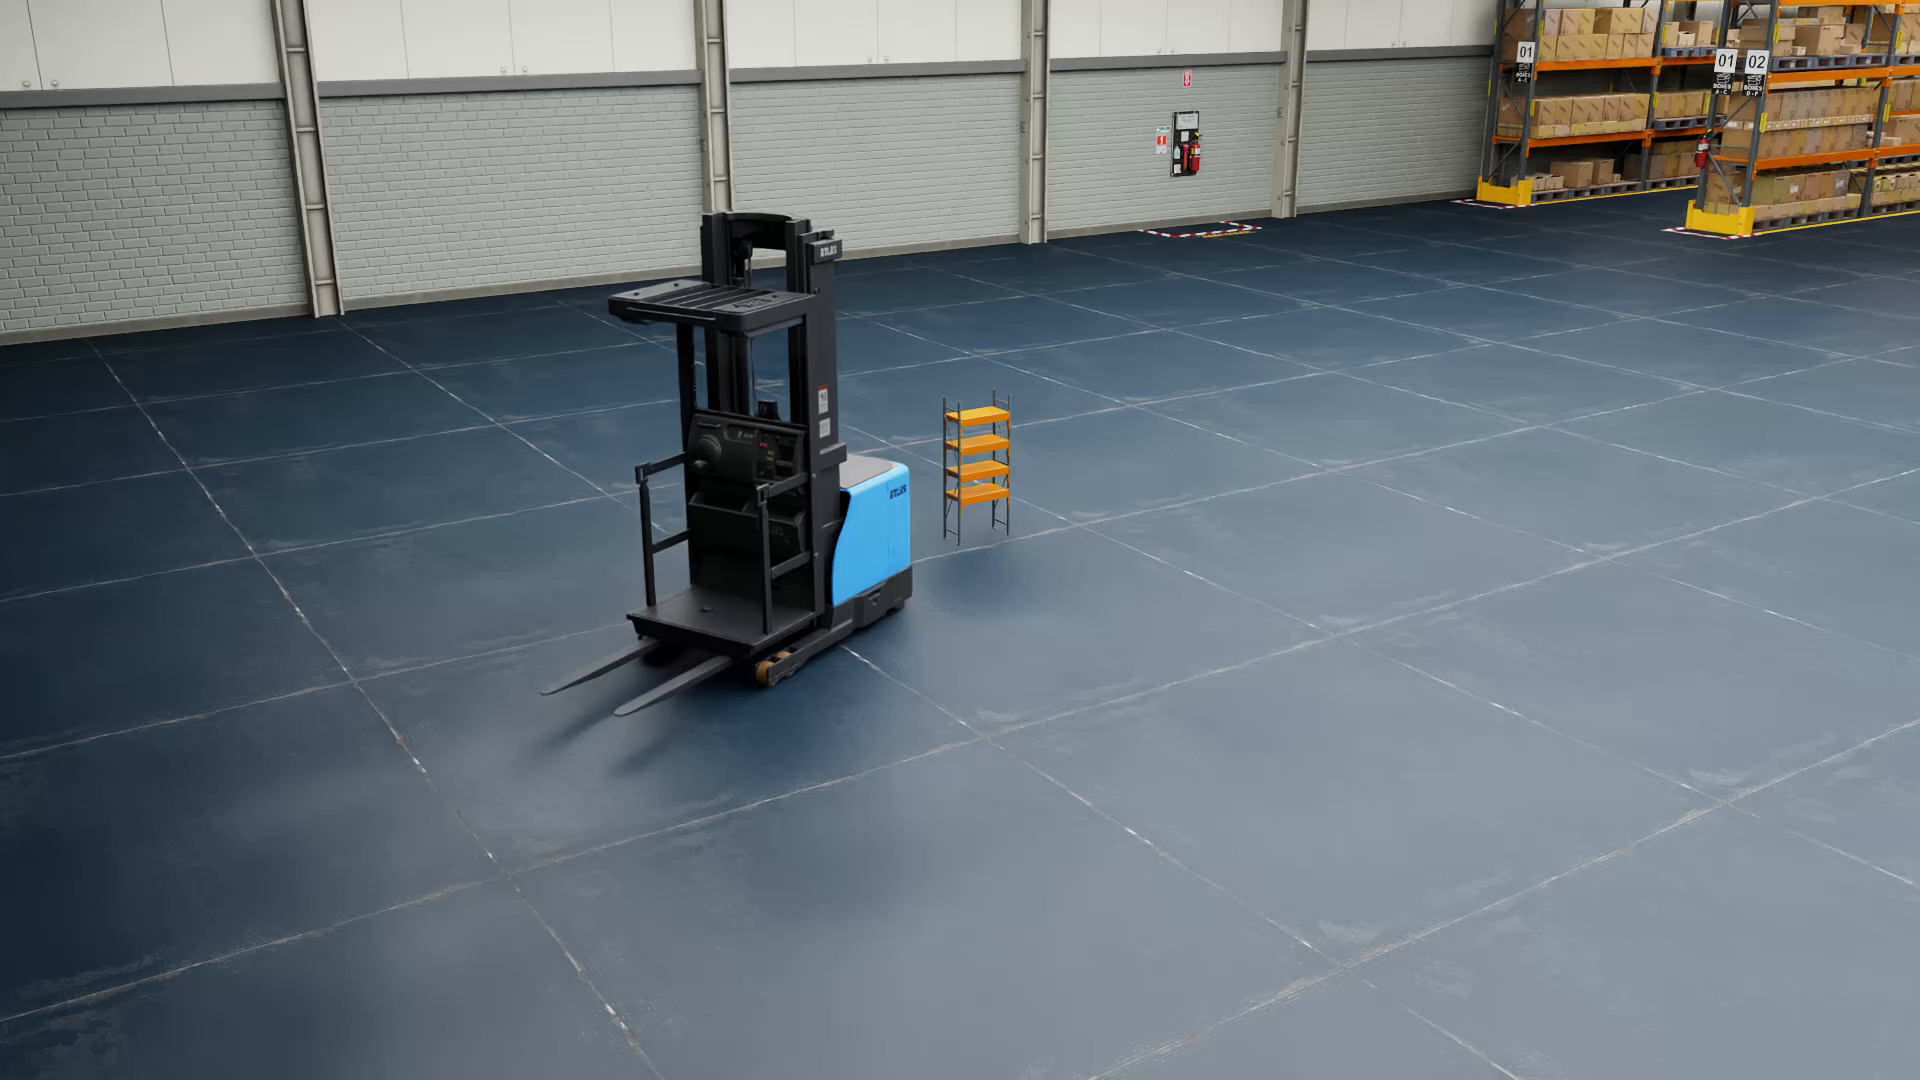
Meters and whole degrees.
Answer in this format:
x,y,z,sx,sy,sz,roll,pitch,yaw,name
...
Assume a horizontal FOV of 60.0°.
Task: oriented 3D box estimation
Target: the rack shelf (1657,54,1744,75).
x,y,z,sx,sy,sz,roll,pitch,yaw,name
16.202,-10.551,36.711,4.000,0.370,1.077,-12,22,-31,rack shelf

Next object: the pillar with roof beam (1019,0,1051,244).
x,y,z,sx,sy,sz,roll,pitch,yaw,name
3.645,-8.346,24.380,0.400,9.000,9.100,-12,22,-31,pillar with roof beam

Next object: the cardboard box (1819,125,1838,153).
x,y,z,sx,sy,sz,roll,pitch,yaw,name
16.034,-7.580,31.326,0.500,0.500,0.700,-12,22,-31,cardboard box

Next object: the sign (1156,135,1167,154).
x,y,z,sx,sy,sz,roll,pitch,yaw,name
3.685,-7.234,30.404,0.234,0.329,0.001,-12,22,-31,sign

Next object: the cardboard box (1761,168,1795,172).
x,y,z,sx,sy,sz,roll,pitch,yaw,name
15.448,-6.783,31.593,0.500,0.500,0.500,-12,22,-31,cardboard box

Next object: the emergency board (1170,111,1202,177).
x,y,z,sx,sy,sz,roll,pitch,yaw,name
4.204,-7.287,30.616,0.643,1.169,0.194,-12,22,-31,emergency board

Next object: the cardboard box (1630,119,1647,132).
x,y,z,sx,sy,sz,roll,pitch,yaw,name
14.303,-8.893,35.568,0.500,0.250,0.500,-12,22,-31,cardboard box

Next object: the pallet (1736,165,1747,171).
x,y,z,sx,sy,sz,roll,pitch,yaw,name
18.572,-8.621,38.916,1.213,0.211,1.003,-12,22,-31,pallet

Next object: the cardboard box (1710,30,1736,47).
x,y,z,sx,sy,sz,roll,pitch,yaw,name
16.739,-11.099,37.016,0.637,0.503,0.797,-9,20,-24,cardboard box

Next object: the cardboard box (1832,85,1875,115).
x,y,z,sx,sy,sz,roll,pitch,yaw,name
16.892,-8.377,31.657,0.500,0.500,0.700,-12,22,-31,cardboard box

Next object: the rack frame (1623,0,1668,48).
x,y,z,sx,sy,sz,roll,pitch,yaw,name
14.532,-11.961,35.073,0.127,3.000,1.000,-12,22,-31,rack frame

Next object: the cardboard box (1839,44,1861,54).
x,y,z,sx,sy,sz,roll,pitch,yaw,name
16.402,-9.076,30.742,0.250,0.149,0.380,-12,22,-31,cardboard box

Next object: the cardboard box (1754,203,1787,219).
x,y,z,sx,sy,sz,roll,pitch,yaw,name
14.904,-6.110,30.773,0.500,0.250,0.500,-12,22,-31,cardboard box

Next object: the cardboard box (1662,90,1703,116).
x,y,z,sx,sy,sz,roll,pitch,yaw,name
15.979,-9.676,36.839,0.500,0.500,0.700,-9,21,-24,cardboard box

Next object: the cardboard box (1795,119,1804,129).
x,y,z,sx,sy,sz,roll,pitch,yaw,name
15.226,-7.638,30.486,0.250,0.149,0.380,-13,23,-33,cardboard box

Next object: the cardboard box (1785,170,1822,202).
x,y,z,sx,sy,sz,roll,pitch,yaw,name
15.743,-6.640,31.169,0.500,0.500,0.500,-12,22,-31,cardboard box

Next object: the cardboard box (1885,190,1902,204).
x,y,z,sx,sy,sz,roll,pitch,yaw,name
18.160,-6.785,32.769,0.500,0.250,0.500,-11,22,-30,cardboard box

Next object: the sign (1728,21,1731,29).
x,y,z,sx,sy,sz,roll,pitch,yaw,name
17.574,-11.677,37.986,0.005,0.325,0.100,-12,22,-31,sign

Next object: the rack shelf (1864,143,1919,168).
x,y,z,sx,sy,sz,roll,pitch,yaw,name
18.929,-7.806,33.274,4.000,0.370,1.077,-12,22,-31,rack shelf

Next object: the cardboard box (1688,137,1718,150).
x,y,z,sx,sy,sz,roll,pitch,yaw,name
16.789,-8.979,37.664,0.500,0.250,0.500,-11,22,-30,cardboard box

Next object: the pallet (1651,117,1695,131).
x,y,z,sx,sy,sz,roll,pitch,yaw,name
15.250,-9.124,36.348,1.213,0.211,1.003,-12,22,-31,pallet

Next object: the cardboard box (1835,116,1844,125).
x,y,z,sx,sy,sz,roll,pitch,yaw,name
16.299,-7.865,31.157,0.250,0.149,0.380,-12,22,-32,cardboard box

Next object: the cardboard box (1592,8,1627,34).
x,y,z,sx,sy,sz,roll,pitch,yaw,name
13.380,-10.715,34.325,0.500,0.500,0.500,-13,23,-33,cardboard box

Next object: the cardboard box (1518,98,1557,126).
x,y,z,sx,sy,sz,roll,pitch,yaw,name
11.755,-8.712,33.862,0.500,0.500,0.500,-12,22,-31,cardboard box

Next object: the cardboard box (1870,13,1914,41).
x,y,z,sx,sy,sz,roll,pitch,yaw,name
17.796,-9.797,31.763,0.500,0.500,0.500,-12,22,-31,cardboard box

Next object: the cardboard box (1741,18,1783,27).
x,y,z,sx,sy,sz,roll,pitch,yaw,name
18.238,-11.599,37.845,0.500,0.500,0.700,-14,23,-36,cardboard box

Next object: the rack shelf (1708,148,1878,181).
x,y,z,sx,sy,sz,roll,pitch,yaw,name
15.589,-7.101,31.190,4.000,0.370,1.077,-12,22,-31,rack shelf

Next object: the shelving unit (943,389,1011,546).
x,y,z,sx,sy,sz,roll,pitch,yaw,name
0.138,-0.598,13.639,0.503,1.200,0.258,-12,22,-31,shelving unit

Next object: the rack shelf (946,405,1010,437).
x,y,z,sx,sy,sz,roll,pitch,yaw,name
0.138,-0.970,13.513,0.480,0.148,0.258,-12,22,-31,rack shelf

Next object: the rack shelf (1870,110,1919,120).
x,y,z,sx,sy,sz,roll,pitch,yaw,name
22.883,-10.539,41.360,4.000,0.370,1.077,-12,22,-31,rack shelf

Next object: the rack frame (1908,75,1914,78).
x,y,z,sx,sy,sz,roll,pitch,yaw,name
24.554,-11.233,42.286,0.127,3.000,1.000,-12,22,-31,rack frame

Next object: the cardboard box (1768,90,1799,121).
x,y,z,sx,sy,sz,roll,pitch,yaw,name
14.796,-7.934,30.348,0.500,0.500,0.700,-13,22,-33,cardboard box

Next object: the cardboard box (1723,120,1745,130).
x,y,z,sx,sy,sz,roll,pitch,yaw,name
14.133,-7.563,30.263,0.250,0.149,0.380,-12,22,-32,cardboard box

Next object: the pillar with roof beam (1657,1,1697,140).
x,y,z,sx,sy,sz,roll,pitch,yaw,name
18.678,-11.516,33.759,0.400,9.000,9.100,-12,22,-31,pillar with roof beam

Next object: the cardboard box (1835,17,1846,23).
x,y,z,sx,sy,sz,roll,pitch,yaw,name
20.418,-12.079,39.264,0.500,0.500,0.700,-13,23,-34,cardboard box

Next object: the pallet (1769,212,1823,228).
x,y,z,sx,sy,sz,roll,pitch,yaw,name
15.552,-6.129,31.543,1.213,0.211,1.003,-12,22,-31,pallet

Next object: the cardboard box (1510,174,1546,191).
x,y,z,sx,sy,sz,roll,pitch,yaw,name
11.818,-7.447,34.600,0.500,0.311,0.500,-15,24,-37,cardboard box

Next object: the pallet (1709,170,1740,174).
x,y,z,sx,sy,sz,roll,pitch,yaw,name
17.219,-8.365,38.159,1.213,0.211,1.003,-12,22,-31,pallet

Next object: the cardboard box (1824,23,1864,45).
x,y,z,sx,sy,sz,roll,pitch,yaw,name
16.693,-9.510,31.477,0.500,0.500,0.500,-10,21,-27,cardboard box

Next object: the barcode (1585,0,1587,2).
x,y,z,sx,sy,sz,roll,pitch,yaw,name
13.134,-11.310,34.866,0.075,0.075,0.001,-12,22,-31,barcode

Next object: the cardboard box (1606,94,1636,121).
x,y,z,sx,sy,sz,roll,pitch,yaw,name
13.893,-9.157,35.179,0.500,0.500,0.500,-12,22,-32,cardboard box

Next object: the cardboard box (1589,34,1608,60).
x,y,z,sx,sy,sz,roll,pitch,yaw,name
12.943,-10.162,34.248,0.500,0.500,0.500,-10,21,-28,cardboard box

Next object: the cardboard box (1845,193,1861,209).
x,y,z,sx,sy,sz,roll,pitch,yaw,name
16.992,-6.551,32.076,0.500,0.250,0.500,-12,22,-31,cardboard box

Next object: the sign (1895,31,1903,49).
x,y,z,sx,sy,sz,roll,pitch,yaw,name
17.566,-9.350,31.103,0.005,0.325,0.100,-12,22,-31,sign

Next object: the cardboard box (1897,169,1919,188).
x,y,z,sx,sy,sz,roll,pitch,yaw,name
19.025,-7.234,33.220,0.500,0.311,0.500,-11,22,-30,cardboard box

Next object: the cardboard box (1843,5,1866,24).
x,y,z,sx,sy,sz,roll,pitch,yaw,name
21.668,-12.665,40.091,0.500,0.500,0.500,-12,22,-32,cardboard box

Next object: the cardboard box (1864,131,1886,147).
x,y,z,sx,sy,sz,roll,pitch,yaw,name
17.646,-7.822,32.432,0.500,0.250,0.500,-10,21,-28,cardboard box

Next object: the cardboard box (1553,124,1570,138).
x,y,z,sx,sy,sz,roll,pitch,yaw,name
12.199,-8.449,34.256,0.500,0.250,0.500,-13,22,-33,cardboard box

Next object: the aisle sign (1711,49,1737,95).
x,y,z,sx,sy,sz,roll,pitch,yaw,name
13.702,-8.388,29.815,0.004,0.787,0.394,-12,22,-31,aisle sign

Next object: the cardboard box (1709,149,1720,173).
x,y,z,sx,sy,sz,roll,pitch,yaw,name
16.805,-8.647,37.855,0.500,0.500,0.700,-12,22,-31,cardboard box

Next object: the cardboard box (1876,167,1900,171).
x,y,z,sx,sy,sz,roll,pitch,yaw,name
18.711,-7.373,33.631,0.500,0.311,0.500,-12,22,-32,cardboard box

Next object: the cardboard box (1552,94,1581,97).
x,y,z,sx,sy,sz,roll,pitch,yaw,name
12.743,-9.115,35.054,0.500,0.500,0.500,-12,22,-31,cardboard box

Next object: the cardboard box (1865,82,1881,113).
x,y,z,sx,sy,sz,roll,pitch,yaw,name
21.675,-10.761,40.424,0.700,0.700,0.980,-12,22,-31,cardboard box

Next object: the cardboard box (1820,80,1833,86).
x,y,z,sx,sy,sz,roll,pitch,yaw,name
20.105,-10.753,39.045,0.500,0.250,0.500,-11,22,-30,cardboard box

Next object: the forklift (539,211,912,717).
x,y,z,sx,sy,sz,roll,pitch,yaw,name
-1.541,-0.596,10.932,1.130,2.935,3.031,11,21,29,forklift

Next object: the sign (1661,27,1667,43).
x,y,z,sx,sy,sz,roll,pitch,yaw,name
14.836,-10.641,35.046,0.005,0.325,0.100,-12,22,-31,sign
